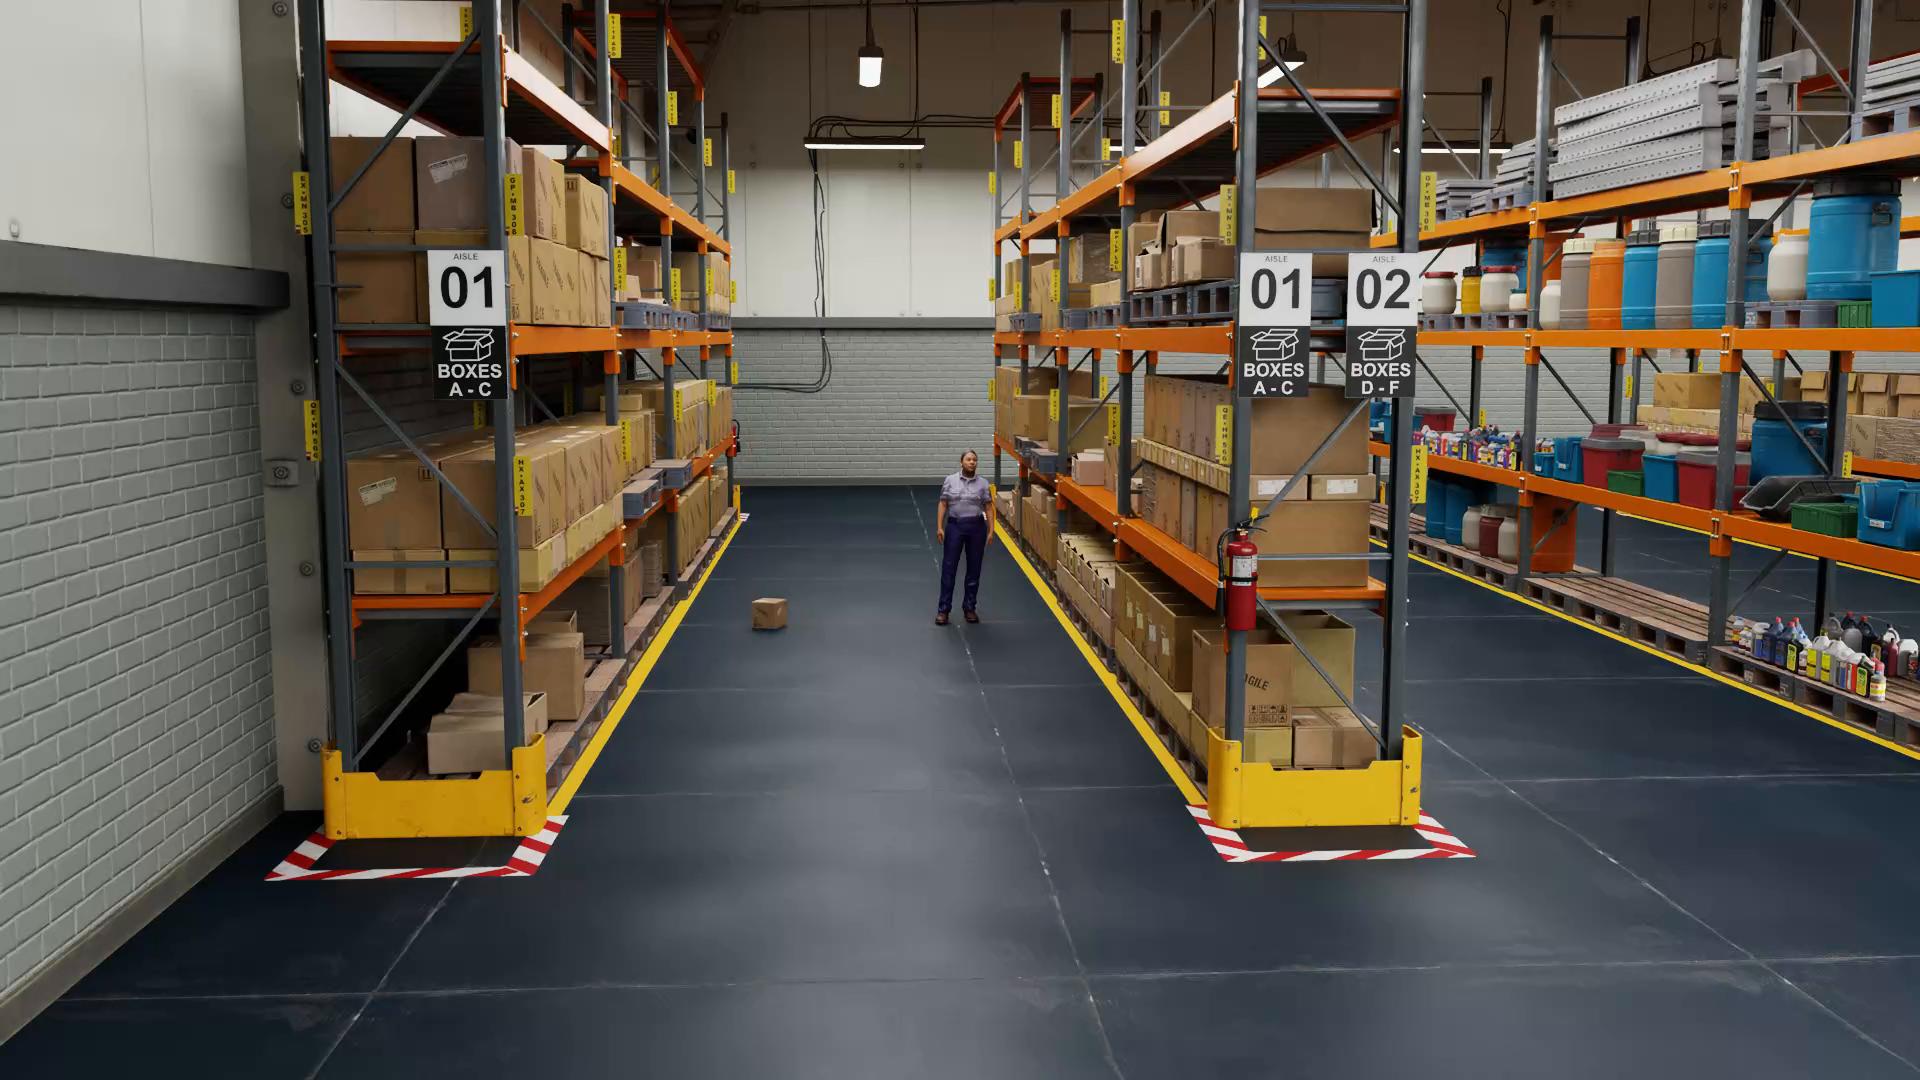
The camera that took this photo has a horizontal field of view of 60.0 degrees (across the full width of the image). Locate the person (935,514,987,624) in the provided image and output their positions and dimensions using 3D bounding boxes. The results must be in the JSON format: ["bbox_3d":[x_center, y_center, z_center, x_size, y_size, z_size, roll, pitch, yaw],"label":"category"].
[{"bbox_3d":[0.008,0.267,16.099,0.525,1.031,0.500,-1,7,-4],"label":"person"}]
